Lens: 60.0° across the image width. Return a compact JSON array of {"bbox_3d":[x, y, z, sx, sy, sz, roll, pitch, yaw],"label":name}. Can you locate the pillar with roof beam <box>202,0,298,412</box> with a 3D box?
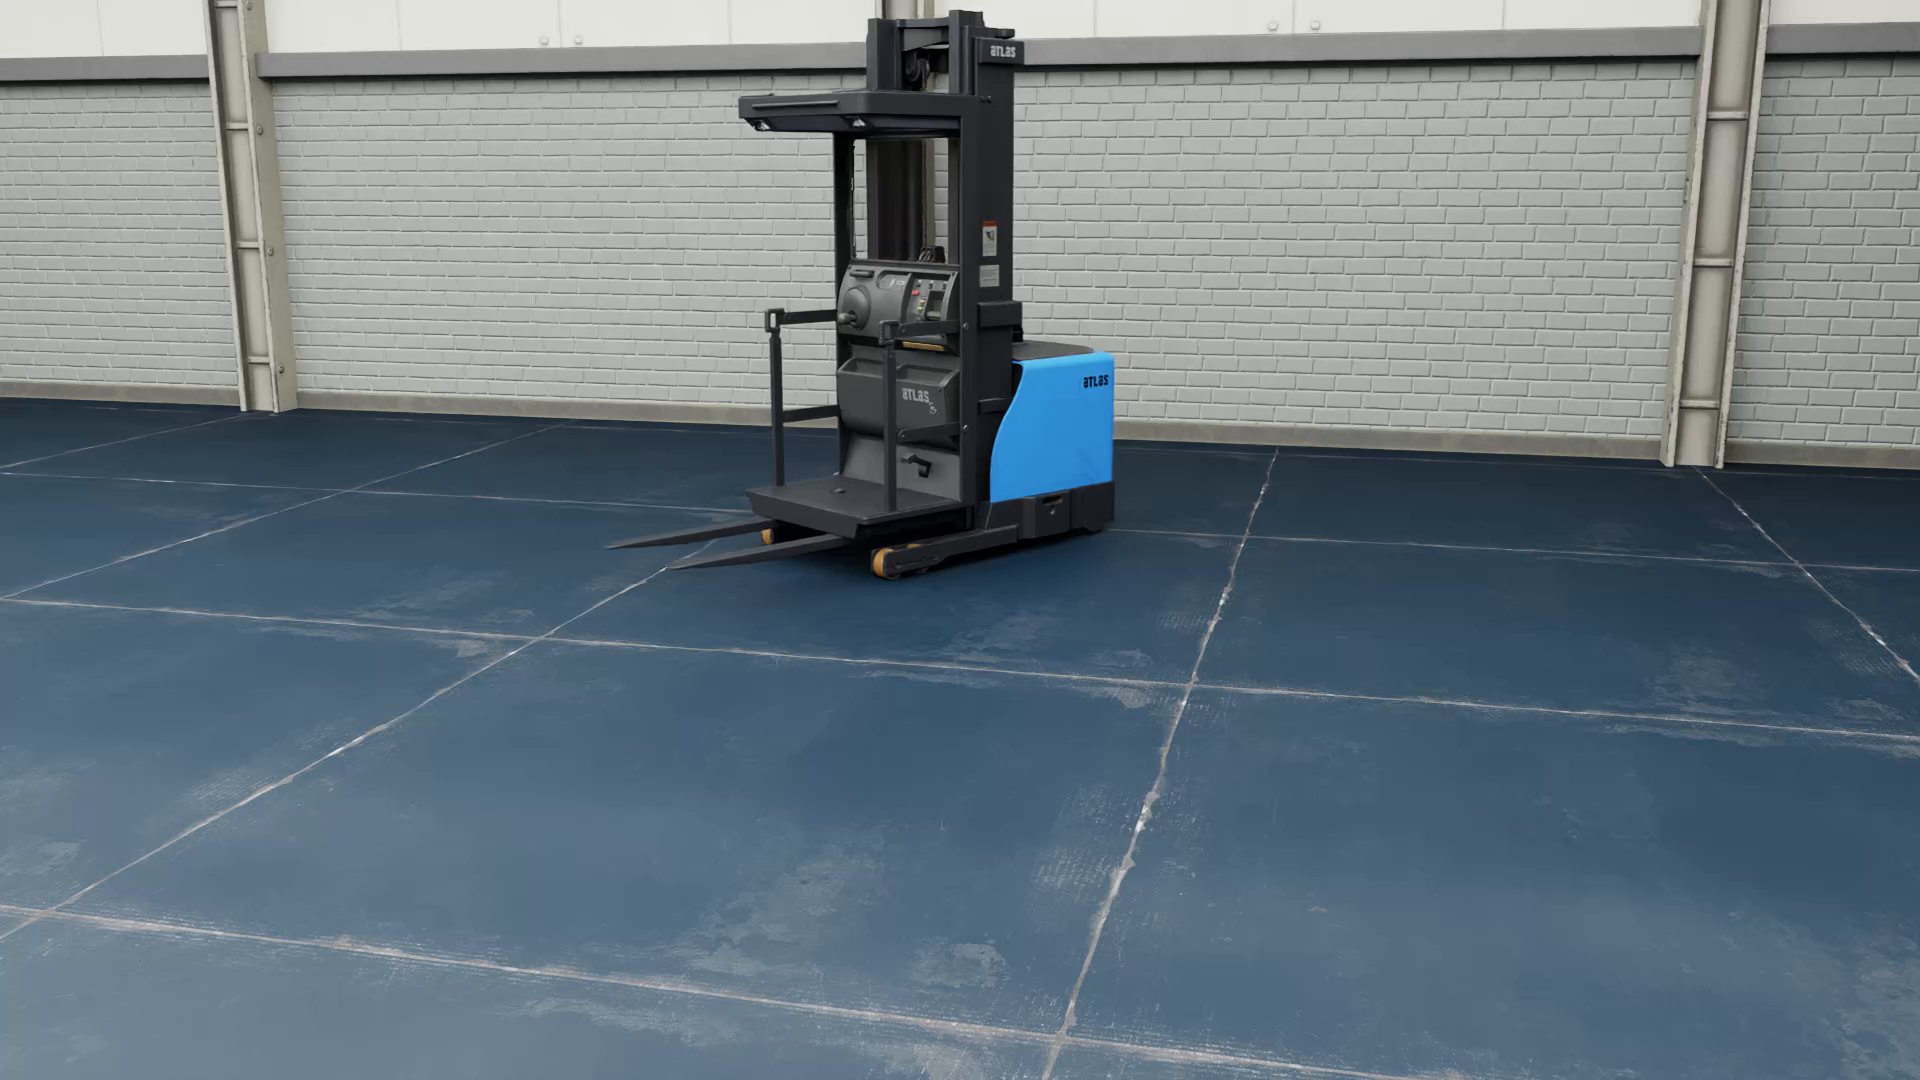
[{"bbox_3d":[-7.286,-4.674,10.026,0.400,9.000,9.100,3,13,14],"label":"pillar with roof beam"}]

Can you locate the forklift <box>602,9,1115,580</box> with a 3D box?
[{"bbox_3d":[-0.503,-1.348,9.044,3.031,2.935,1.130,-11,17,-41],"label":"forklift"}]

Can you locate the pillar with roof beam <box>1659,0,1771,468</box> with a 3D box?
[{"bbox_3d":[4.364,-4.052,7.219,0.400,9.000,9.100,3,13,14],"label":"pillar with roof beam"}]

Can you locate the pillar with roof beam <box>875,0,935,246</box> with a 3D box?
[{"bbox_3d":[-1.461,-4.363,8.622,0.400,9.000,9.100,3,13,14],"label":"pillar with roof beam"}]
